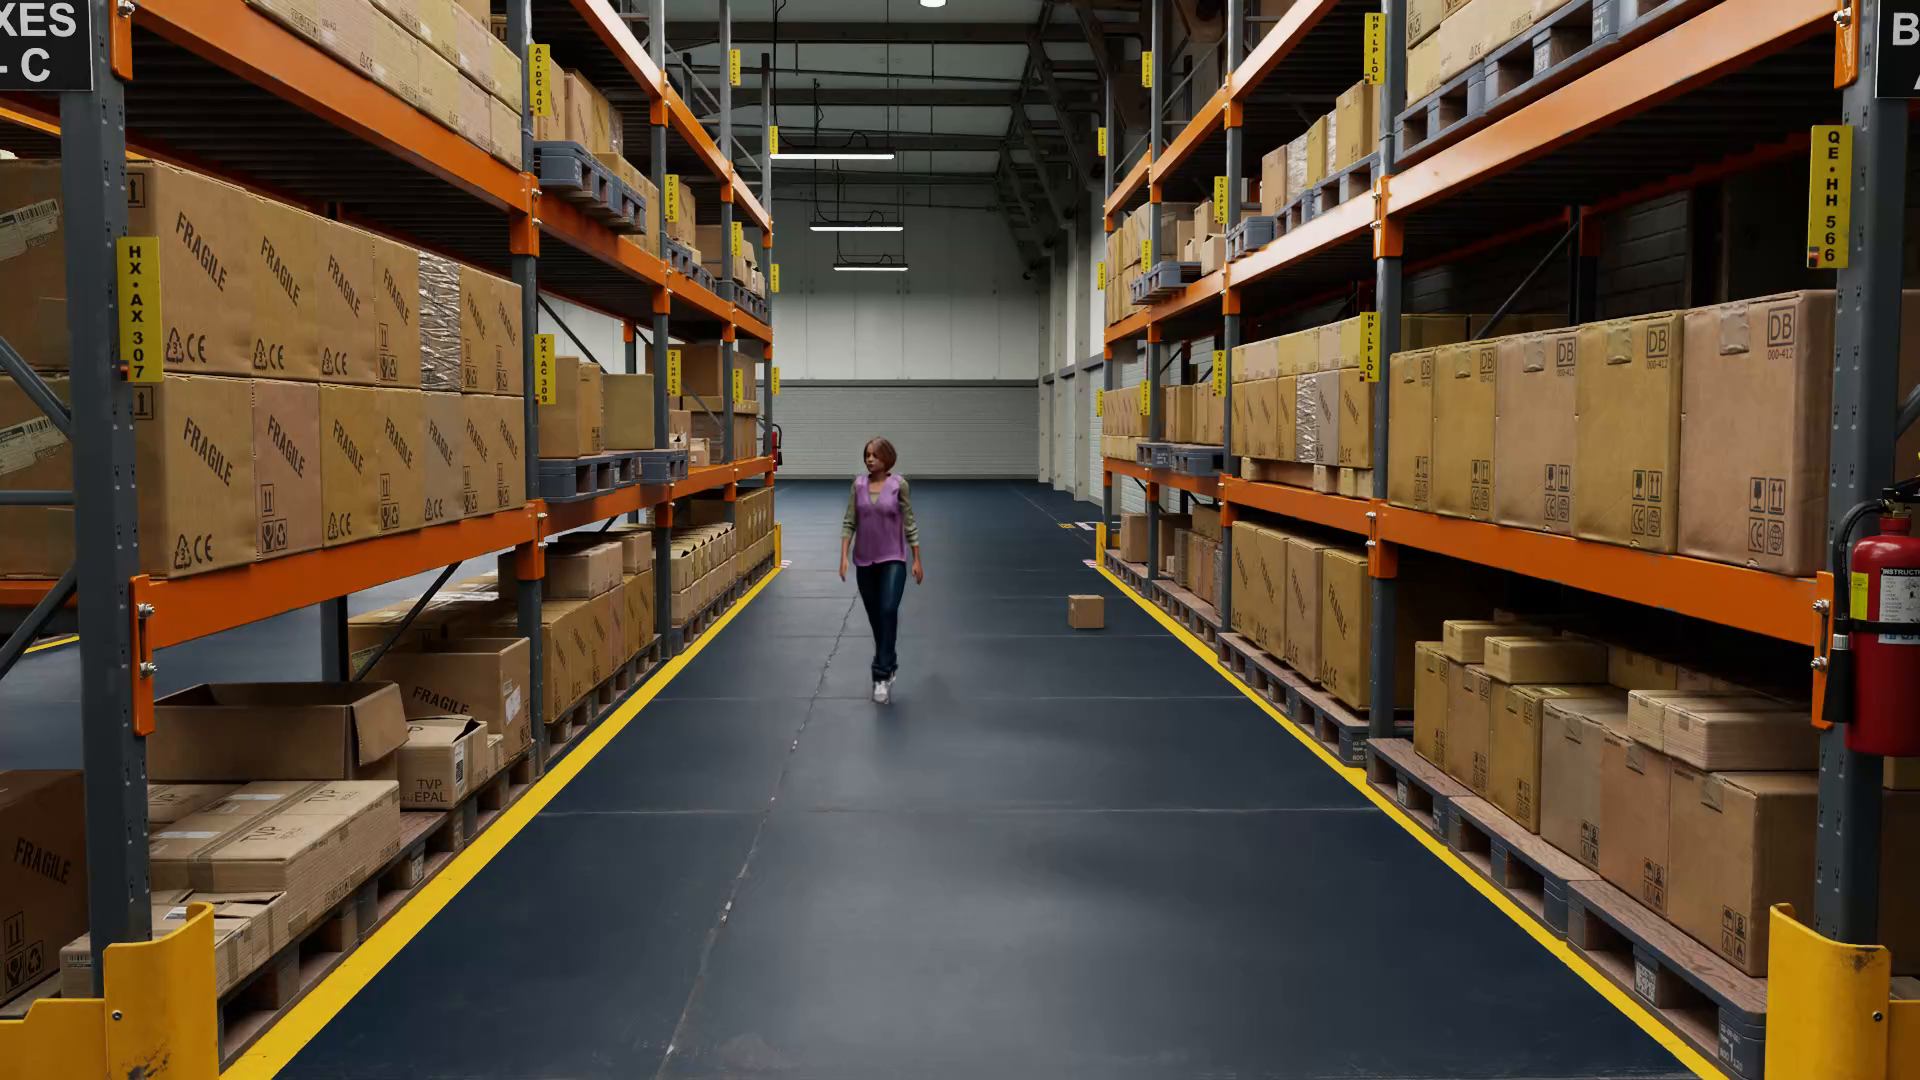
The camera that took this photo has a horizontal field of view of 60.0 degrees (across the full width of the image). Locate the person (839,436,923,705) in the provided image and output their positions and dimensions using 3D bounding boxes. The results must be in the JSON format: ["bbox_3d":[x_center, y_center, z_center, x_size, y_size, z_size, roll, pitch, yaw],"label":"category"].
[{"bbox_3d":[-0.505,0.172,10.276,0.467,1.620,0.719,1,4,18],"label":"person"}]
